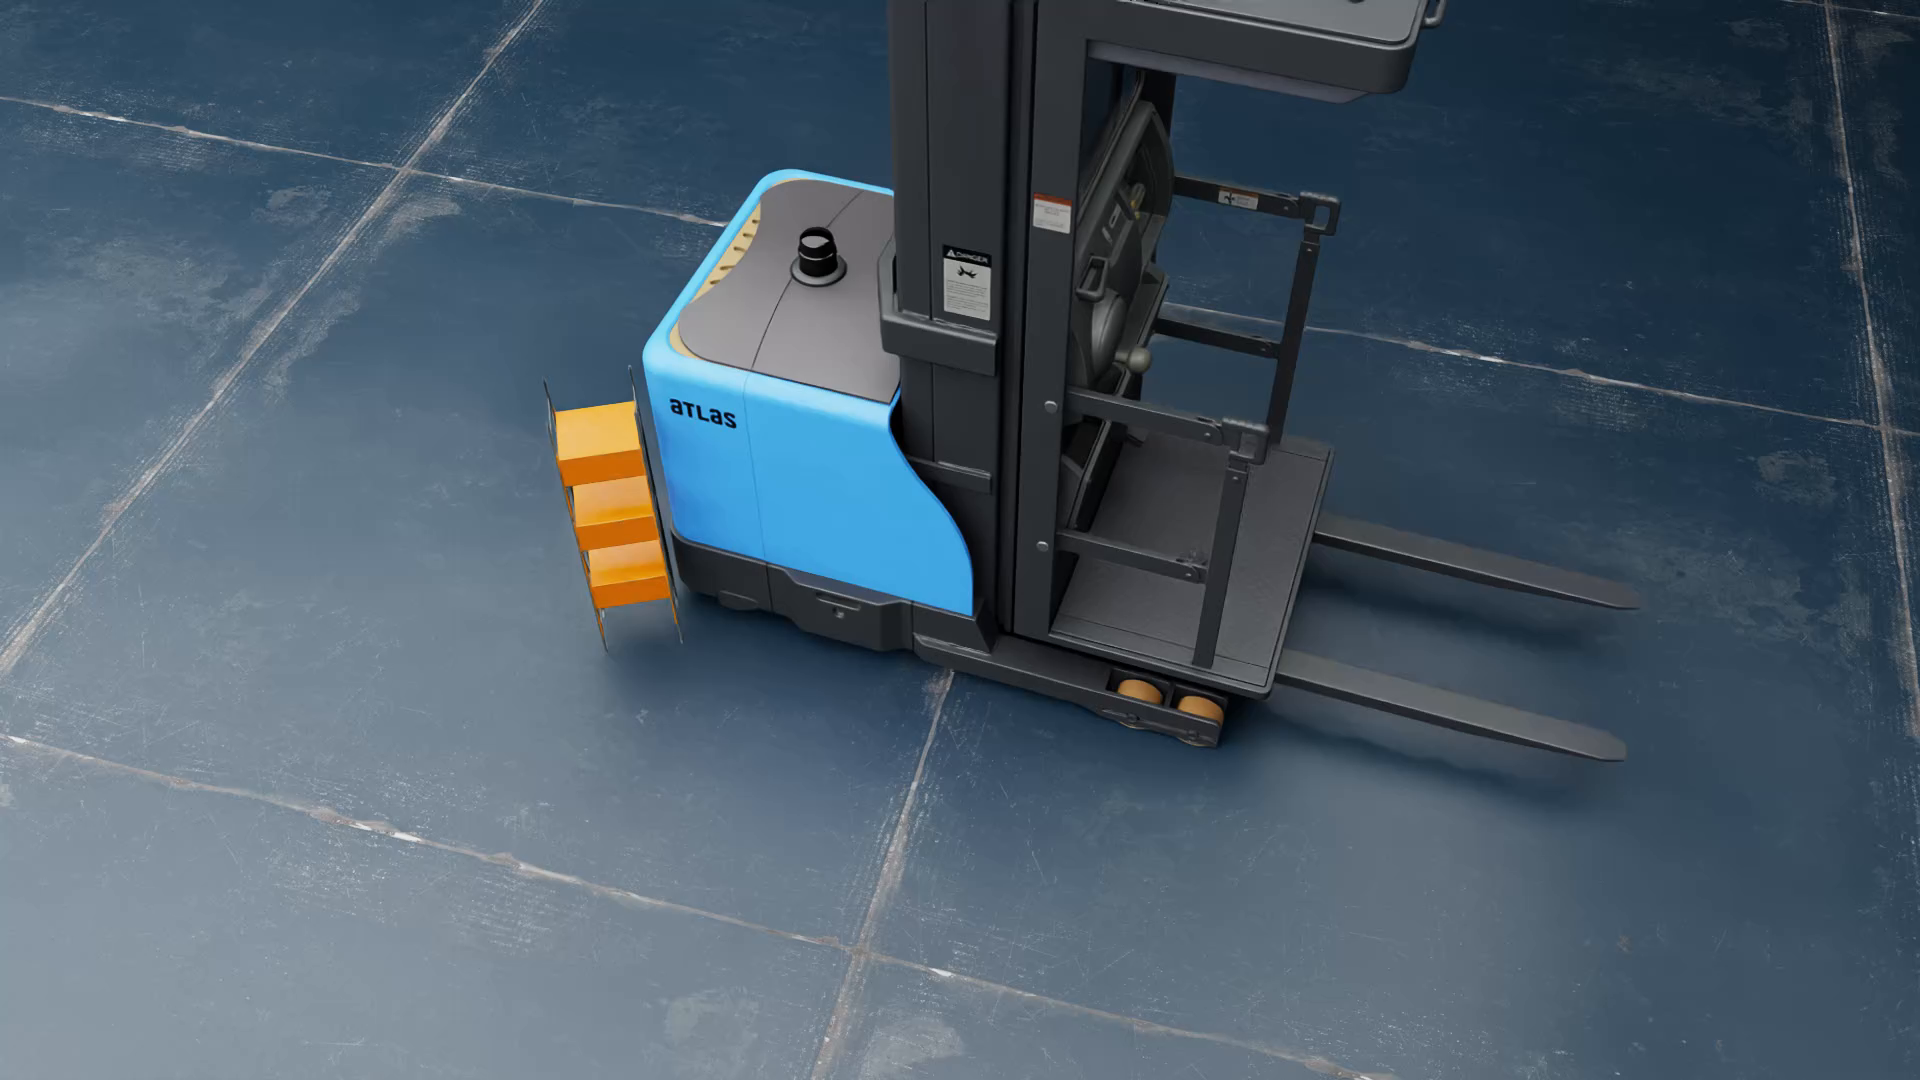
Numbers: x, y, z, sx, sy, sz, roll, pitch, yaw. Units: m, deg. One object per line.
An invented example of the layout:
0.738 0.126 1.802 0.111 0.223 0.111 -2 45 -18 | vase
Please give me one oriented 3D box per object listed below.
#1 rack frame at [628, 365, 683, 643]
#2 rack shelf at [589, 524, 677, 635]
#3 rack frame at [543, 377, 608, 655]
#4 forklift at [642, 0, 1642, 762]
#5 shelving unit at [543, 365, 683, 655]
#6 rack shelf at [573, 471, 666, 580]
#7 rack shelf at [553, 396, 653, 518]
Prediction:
-0.932 -0.082 5.123 0.008 1.050 0.200 -9 49 -8 | rack frame
-1.051 0.127 5.322 0.240 0.259 0.215 -9 49 -8 | rack shelf
-1.171 -0.045 5.089 0.008 1.050 0.200 -9 49 -8 | rack frame
0.632 -0.780 4.484 3.031 2.935 1.130 14 50 12 | forklift
-1.051 -0.064 5.106 0.252 1.050 0.215 -9 49 -8 | shelving unit
-1.051 -0.057 5.114 0.240 0.259 0.215 -9 49 -8 | rack shelf
-1.051 -0.244 4.901 0.240 0.259 0.215 -9 49 -8 | rack shelf
